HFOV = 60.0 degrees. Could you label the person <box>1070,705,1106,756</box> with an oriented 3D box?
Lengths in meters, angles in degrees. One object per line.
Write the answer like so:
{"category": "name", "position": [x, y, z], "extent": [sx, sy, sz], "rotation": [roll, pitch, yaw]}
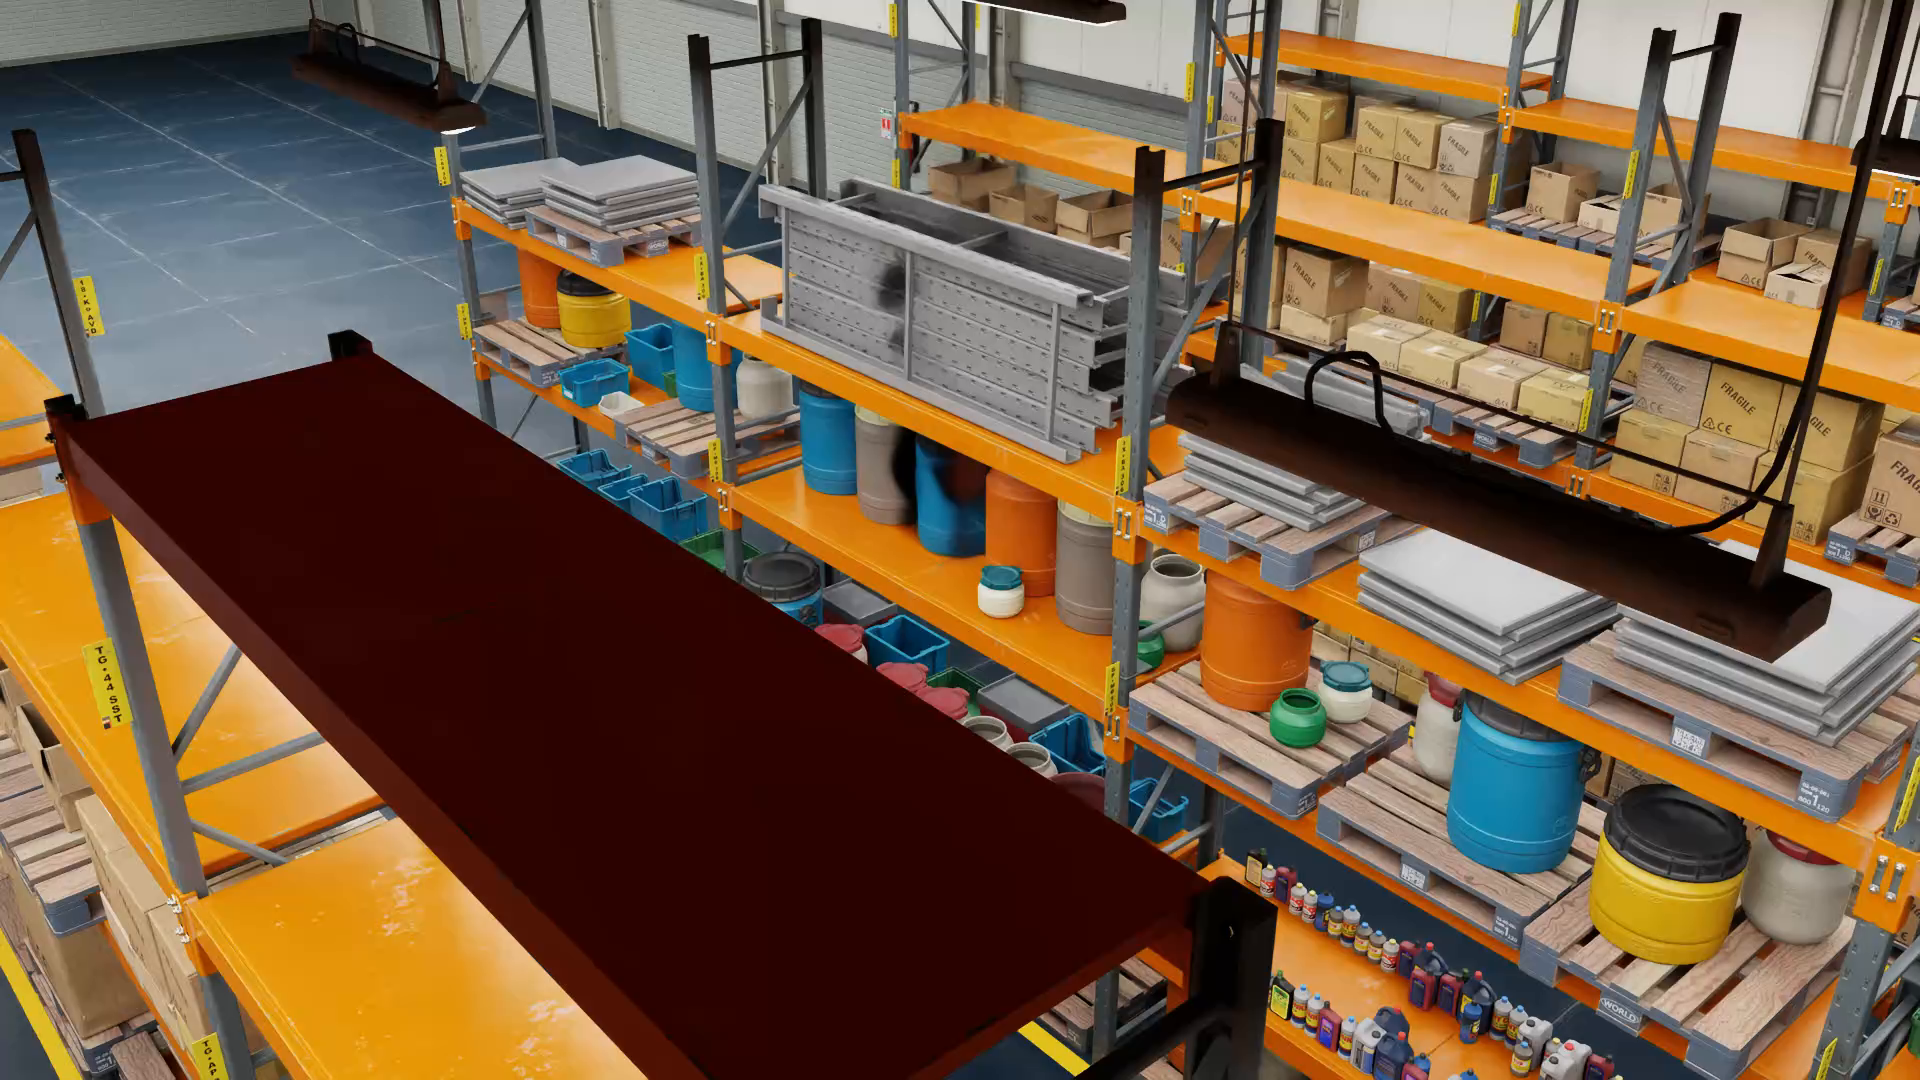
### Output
{"category": "person", "position": [0.935, 1.106, 12.933], "extent": [0.695, 1.685, 0.583], "rotation": [23, 35, 37]}
